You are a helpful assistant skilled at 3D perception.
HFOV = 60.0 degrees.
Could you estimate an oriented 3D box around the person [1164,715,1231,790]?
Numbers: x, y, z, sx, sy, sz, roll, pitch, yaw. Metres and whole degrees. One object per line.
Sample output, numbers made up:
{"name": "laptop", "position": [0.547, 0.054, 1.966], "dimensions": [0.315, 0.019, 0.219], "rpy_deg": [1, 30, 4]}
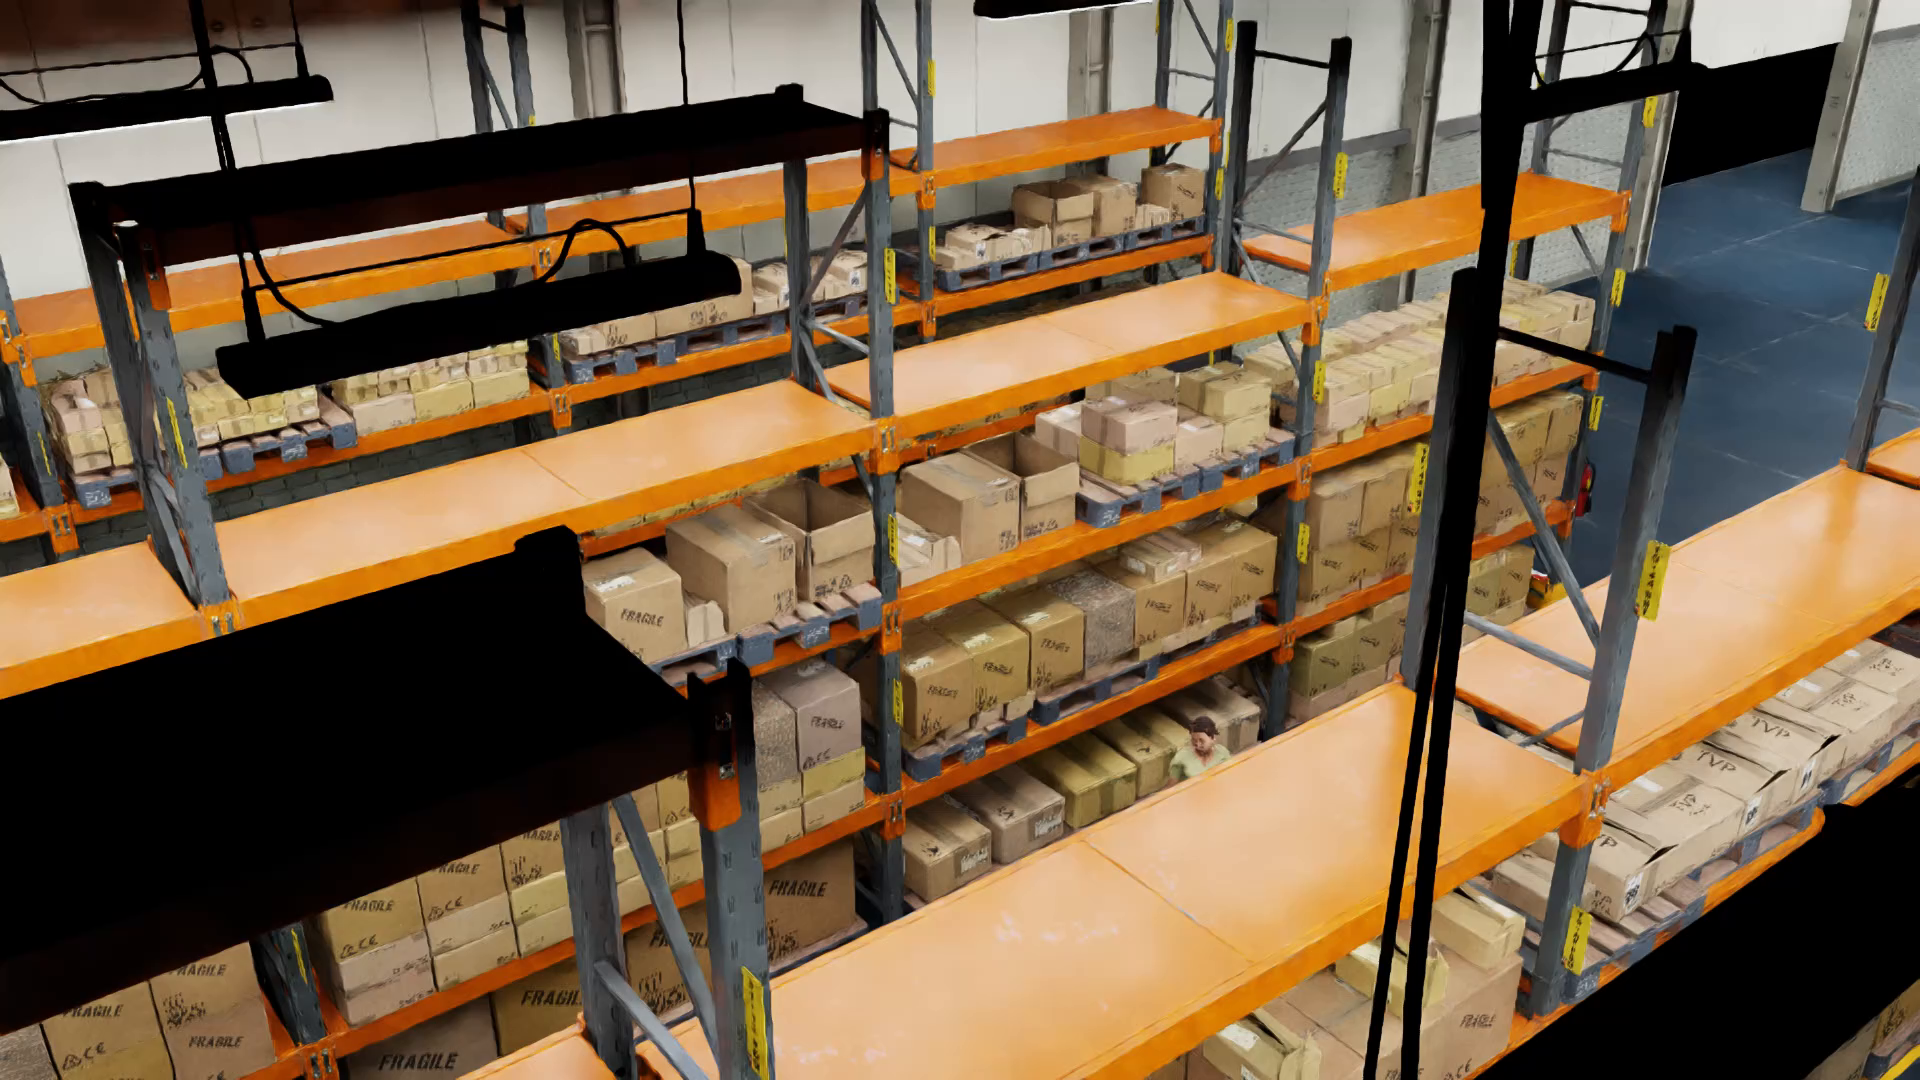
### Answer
{"name": "person", "position": [1.728, 2.020, 12.064], "dimensions": [0.555, 1.656, 0.565], "rpy_deg": [-5, 27, -11]}
